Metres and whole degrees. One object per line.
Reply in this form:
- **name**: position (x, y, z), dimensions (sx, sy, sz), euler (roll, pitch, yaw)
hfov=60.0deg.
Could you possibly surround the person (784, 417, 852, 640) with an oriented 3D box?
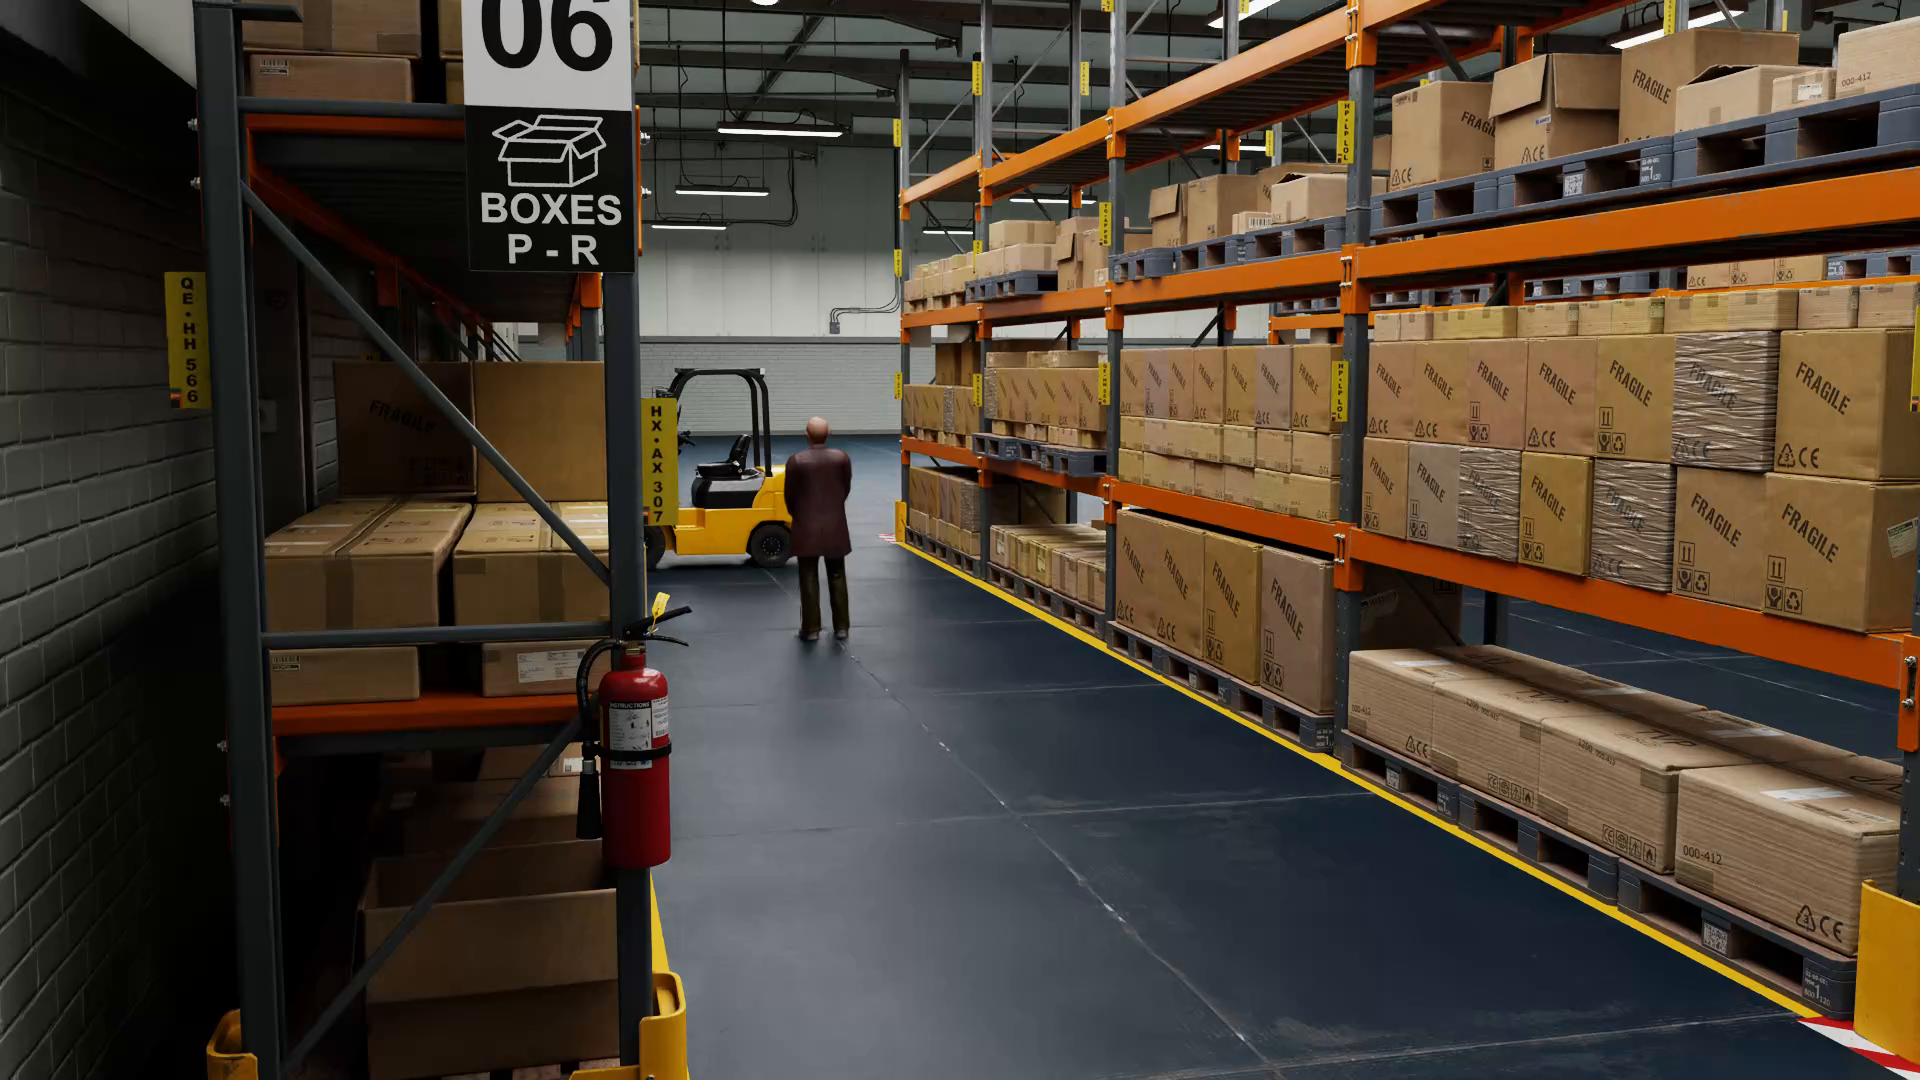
- **person**: position (-1.142, -0.100, 13.311), dimensions (0.552, 1.780, 0.536), euler (-1, 6, -14)
